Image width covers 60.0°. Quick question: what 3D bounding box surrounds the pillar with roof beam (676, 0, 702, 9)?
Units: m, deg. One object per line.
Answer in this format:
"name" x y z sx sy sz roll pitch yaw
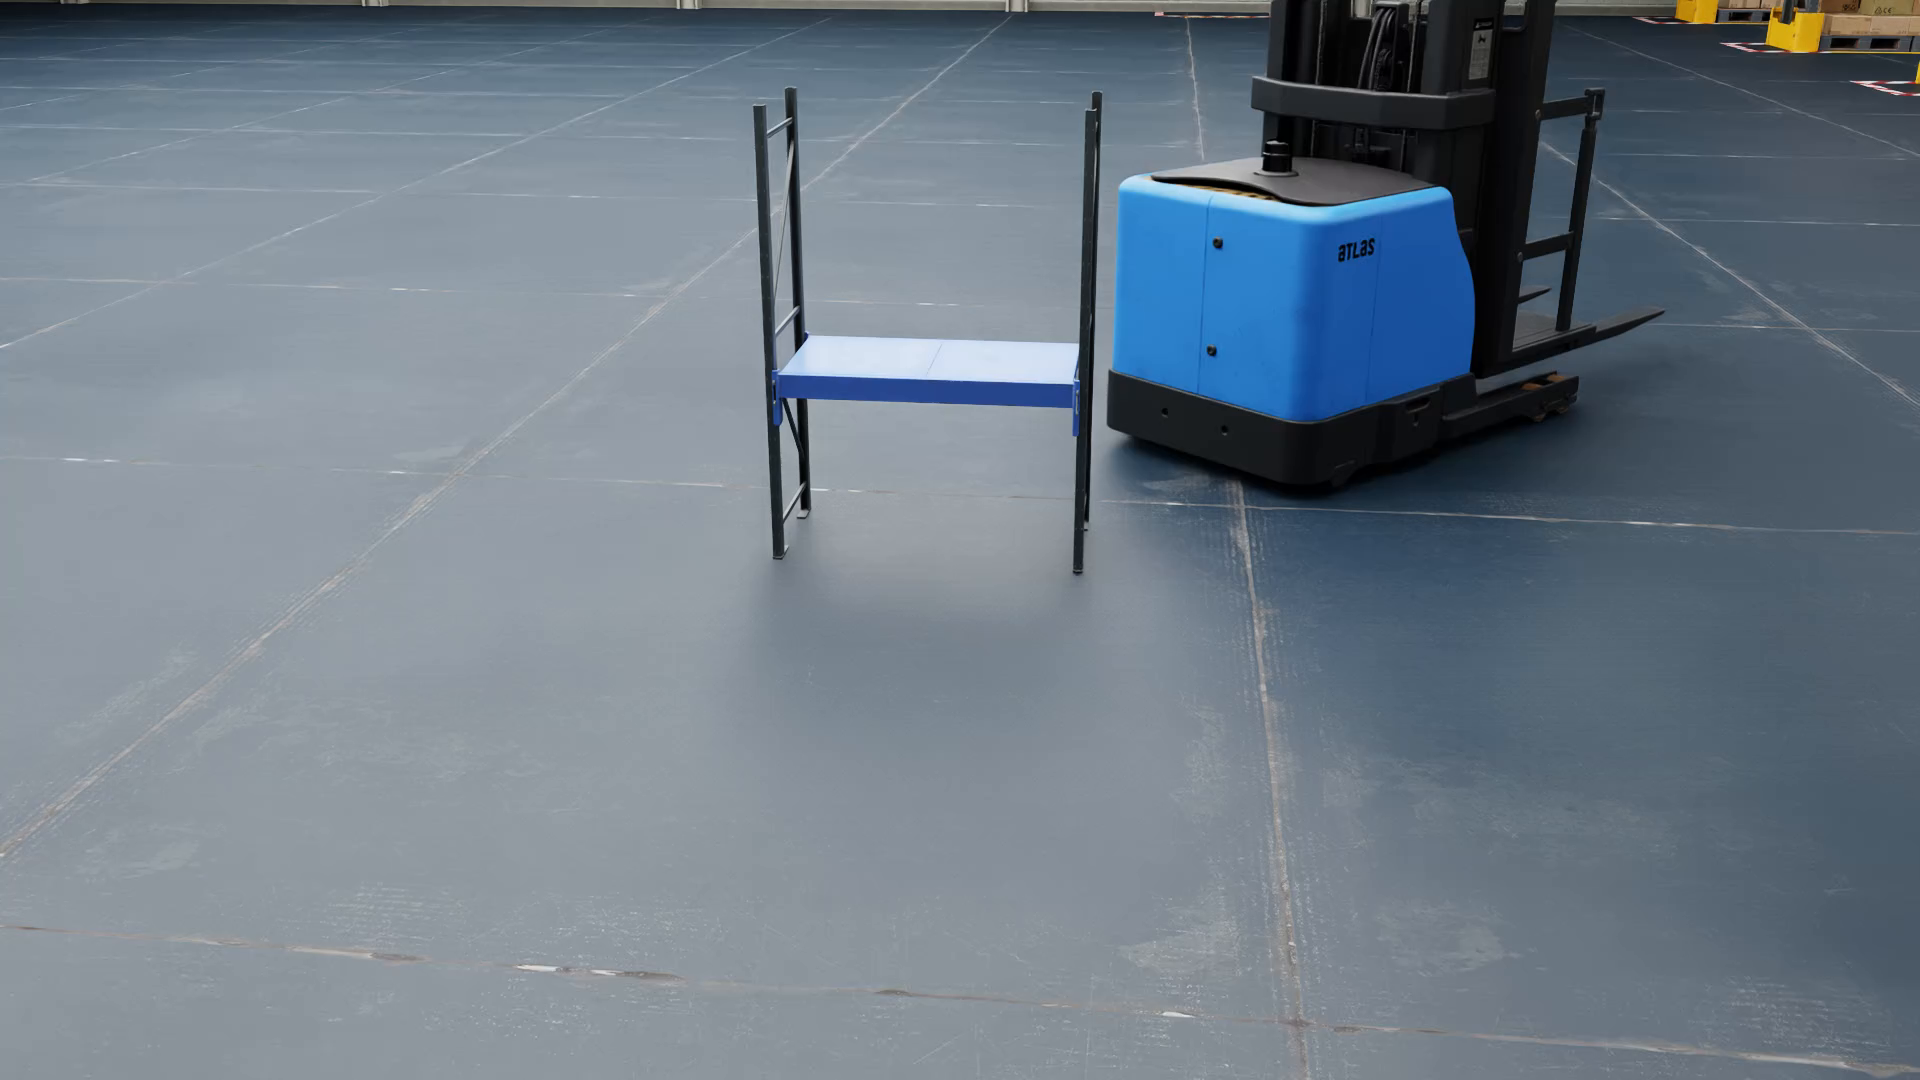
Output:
"pillar with roof beam" -5.441 -12.320 24.727 0.400 9.000 9.100 2 22 6

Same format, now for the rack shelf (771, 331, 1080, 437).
"rack shelf" -0.085 -0.534 5.604 1.000 0.185 0.538 2 22 6

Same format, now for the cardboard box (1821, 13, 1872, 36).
"cardboard box" 12.071 -7.041 22.703 0.500 0.250 0.500 2 22 6

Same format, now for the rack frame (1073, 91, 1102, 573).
"rack frame" 0.420 -0.679 5.482 0.032 1.500 0.500 2 22 6

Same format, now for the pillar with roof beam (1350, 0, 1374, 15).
"pillar with roof beam" 6.476 -11.801 23.414 0.400 9.000 9.100 2 22 6

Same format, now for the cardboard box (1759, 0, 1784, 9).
"cardboard box" 13.386 -8.904 27.306 0.500 0.311 0.500 4 22 11

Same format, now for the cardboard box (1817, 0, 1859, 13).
"cardboard box" 12.132 -7.580 23.045 0.500 0.500 0.500 2 22 6

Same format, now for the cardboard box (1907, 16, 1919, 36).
"cardboard box" 13.064 -6.999 22.596 0.500 0.250 0.500 2 22 6

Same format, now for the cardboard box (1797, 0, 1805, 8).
"cardboard box" 14.109 -8.942 27.145 0.500 0.500 0.700 1 22 3

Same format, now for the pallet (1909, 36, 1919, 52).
"pallet" 13.537 -6.861 22.870 1.213 0.211 1.003 2 22 6

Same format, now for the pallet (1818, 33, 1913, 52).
"pallet" 12.329 -6.914 23.006 1.213 0.211 1.003 2 22 6

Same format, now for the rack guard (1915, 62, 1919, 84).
"rack guard" 11.059 -5.272 18.459 0.348 0.500 1.175 2 22 6

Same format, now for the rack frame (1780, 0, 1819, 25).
"rack frame" 11.564 -8.229 22.539 0.127 3.000 1.000 2 22 6

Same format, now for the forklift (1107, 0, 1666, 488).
"forklift" 2.041 -1.993 6.858 3.031 2.935 1.130 -18 28 -38

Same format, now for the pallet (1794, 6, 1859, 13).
"pallet" 14.230 -8.636 27.361 1.213 0.211 1.003 2 22 6

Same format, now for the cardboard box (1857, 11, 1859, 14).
"cardboard box" 12.630 -7.213 23.138 0.500 0.250 0.500 2 22 6

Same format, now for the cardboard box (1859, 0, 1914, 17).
"cardboard box" 12.567 -7.369 22.512 0.500 0.500 0.500 2 22 6

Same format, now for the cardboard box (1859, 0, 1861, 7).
"cardboard box" 15.080 -8.937 27.131 0.500 0.500 0.500 1 22 2

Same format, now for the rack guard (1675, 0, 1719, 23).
"rack guard" 12.219 -8.872 27.565 0.348 0.500 1.175 2 22 6

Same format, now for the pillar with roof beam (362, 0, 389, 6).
"pillar with roof beam" -11.399 -12.580 25.384 0.400 9.000 9.100 2 22 6

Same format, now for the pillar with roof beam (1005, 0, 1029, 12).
"pillar with roof beam" 0.517 -12.061 24.071 0.400 9.000 9.100 2 22 6

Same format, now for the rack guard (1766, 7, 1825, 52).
"rack guard" 11.541 -7.068 23.001 0.348 0.500 1.175 2 22 6

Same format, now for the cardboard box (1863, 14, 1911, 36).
"cardboard box" 12.568 -7.021 22.652 0.500 0.250 0.500 2 22 6

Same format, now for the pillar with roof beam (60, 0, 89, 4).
"pillar with roof beam" -17.358 -12.839 26.041 0.400 9.000 9.100 2 22 6

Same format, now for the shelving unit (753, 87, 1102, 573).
"shelving unit" -0.085 -0.701 5.538 1.048 1.500 0.538 2 22 6

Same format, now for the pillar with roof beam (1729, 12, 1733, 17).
"pillar with roof beam" 12.434 -11.541 22.757 0.400 9.000 9.100 2 22 6

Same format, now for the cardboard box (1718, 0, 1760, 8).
"cardboard box" 12.820 -8.929 27.368 0.500 0.311 0.500 0 22 0

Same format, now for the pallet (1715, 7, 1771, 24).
"pallet" 13.022 -8.690 27.497 1.213 0.211 1.003 2 22 6

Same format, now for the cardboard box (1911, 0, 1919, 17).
"cardboard box" 13.066 -7.352 22.469 0.500 0.500 0.500 2 22 6

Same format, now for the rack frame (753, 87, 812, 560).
"rack frame" -0.590 -0.723 5.593 0.032 1.500 0.500 2 22 6
